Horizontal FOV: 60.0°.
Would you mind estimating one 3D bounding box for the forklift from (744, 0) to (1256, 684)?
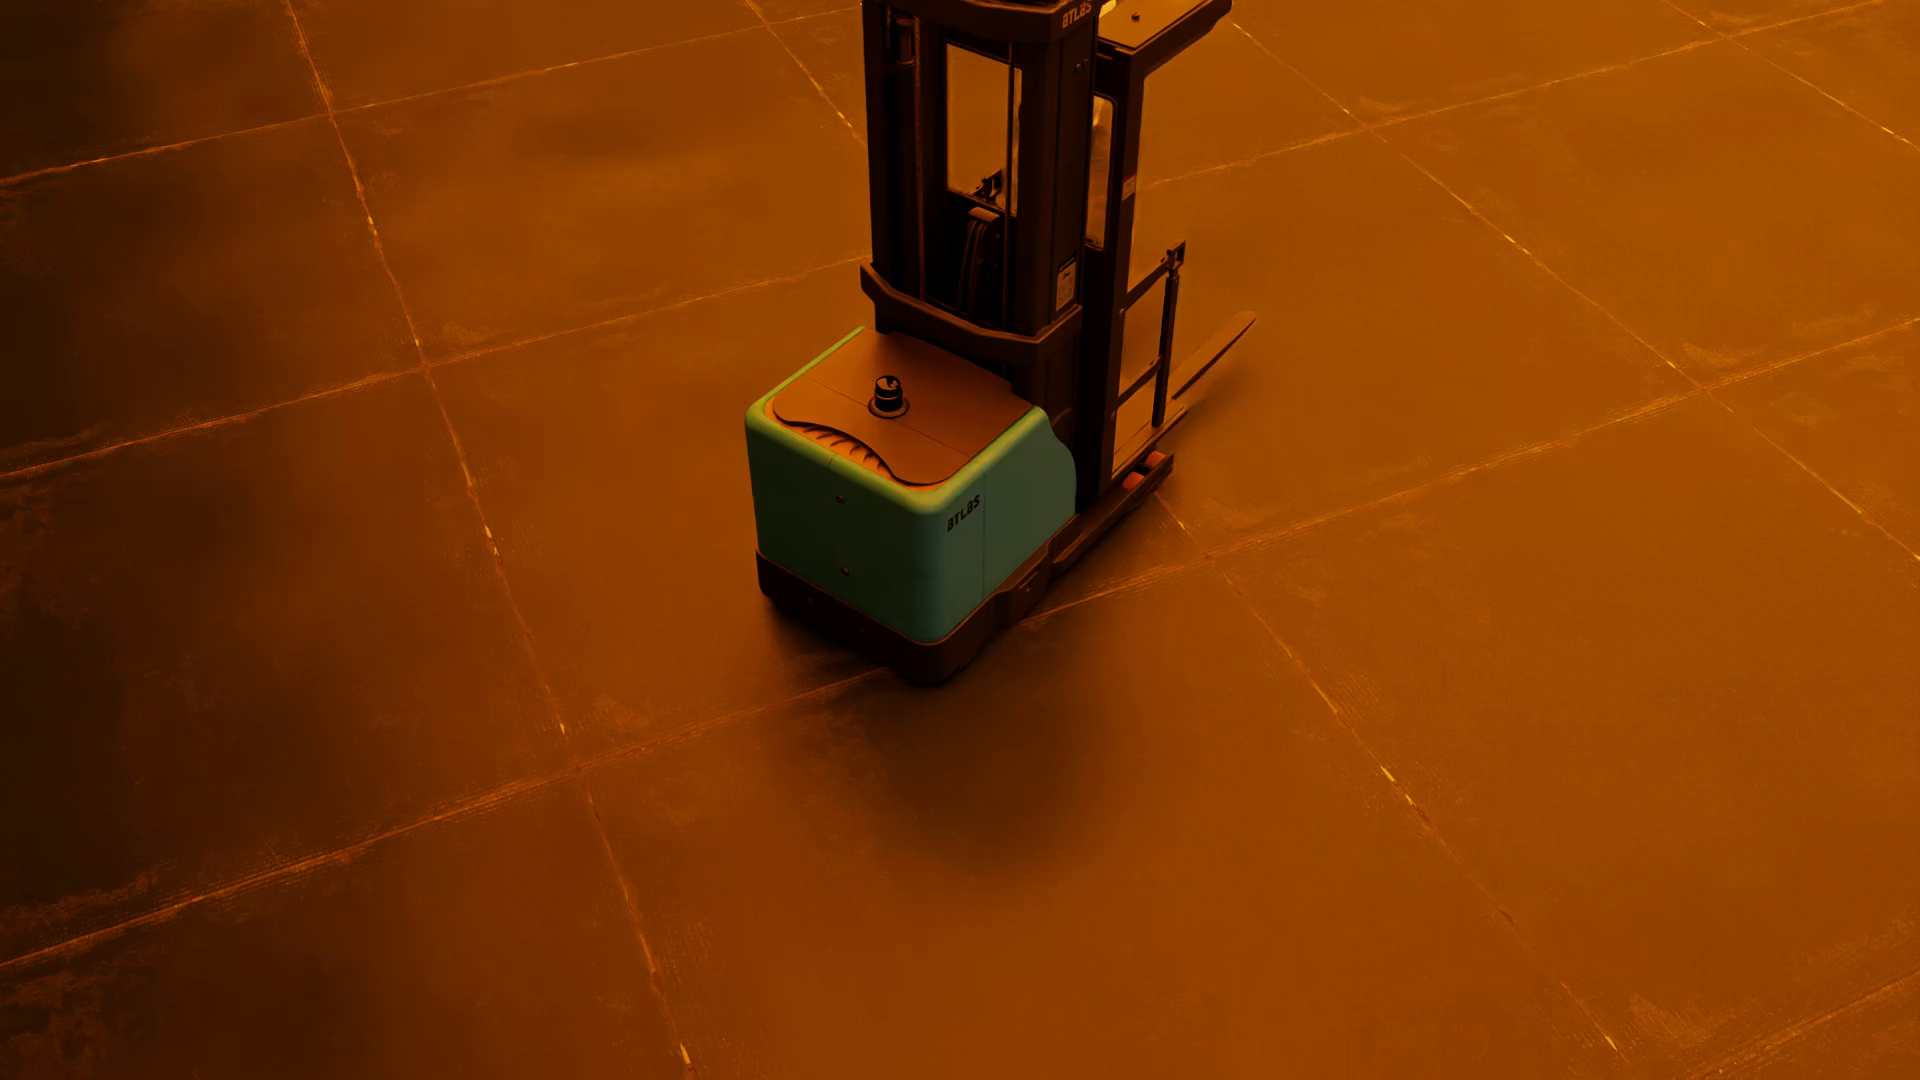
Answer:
[{"bbox_3d":[0.384,-1.417,7.198,1.130,2.935,3.031,27,50,26],"label":"forklift"}]

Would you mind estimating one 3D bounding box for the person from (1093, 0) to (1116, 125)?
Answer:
[{"bbox_3d":[0.712,-3.220,10.037,1.025,1.808,0.636,-3,43,-4],"label":"person"}]
